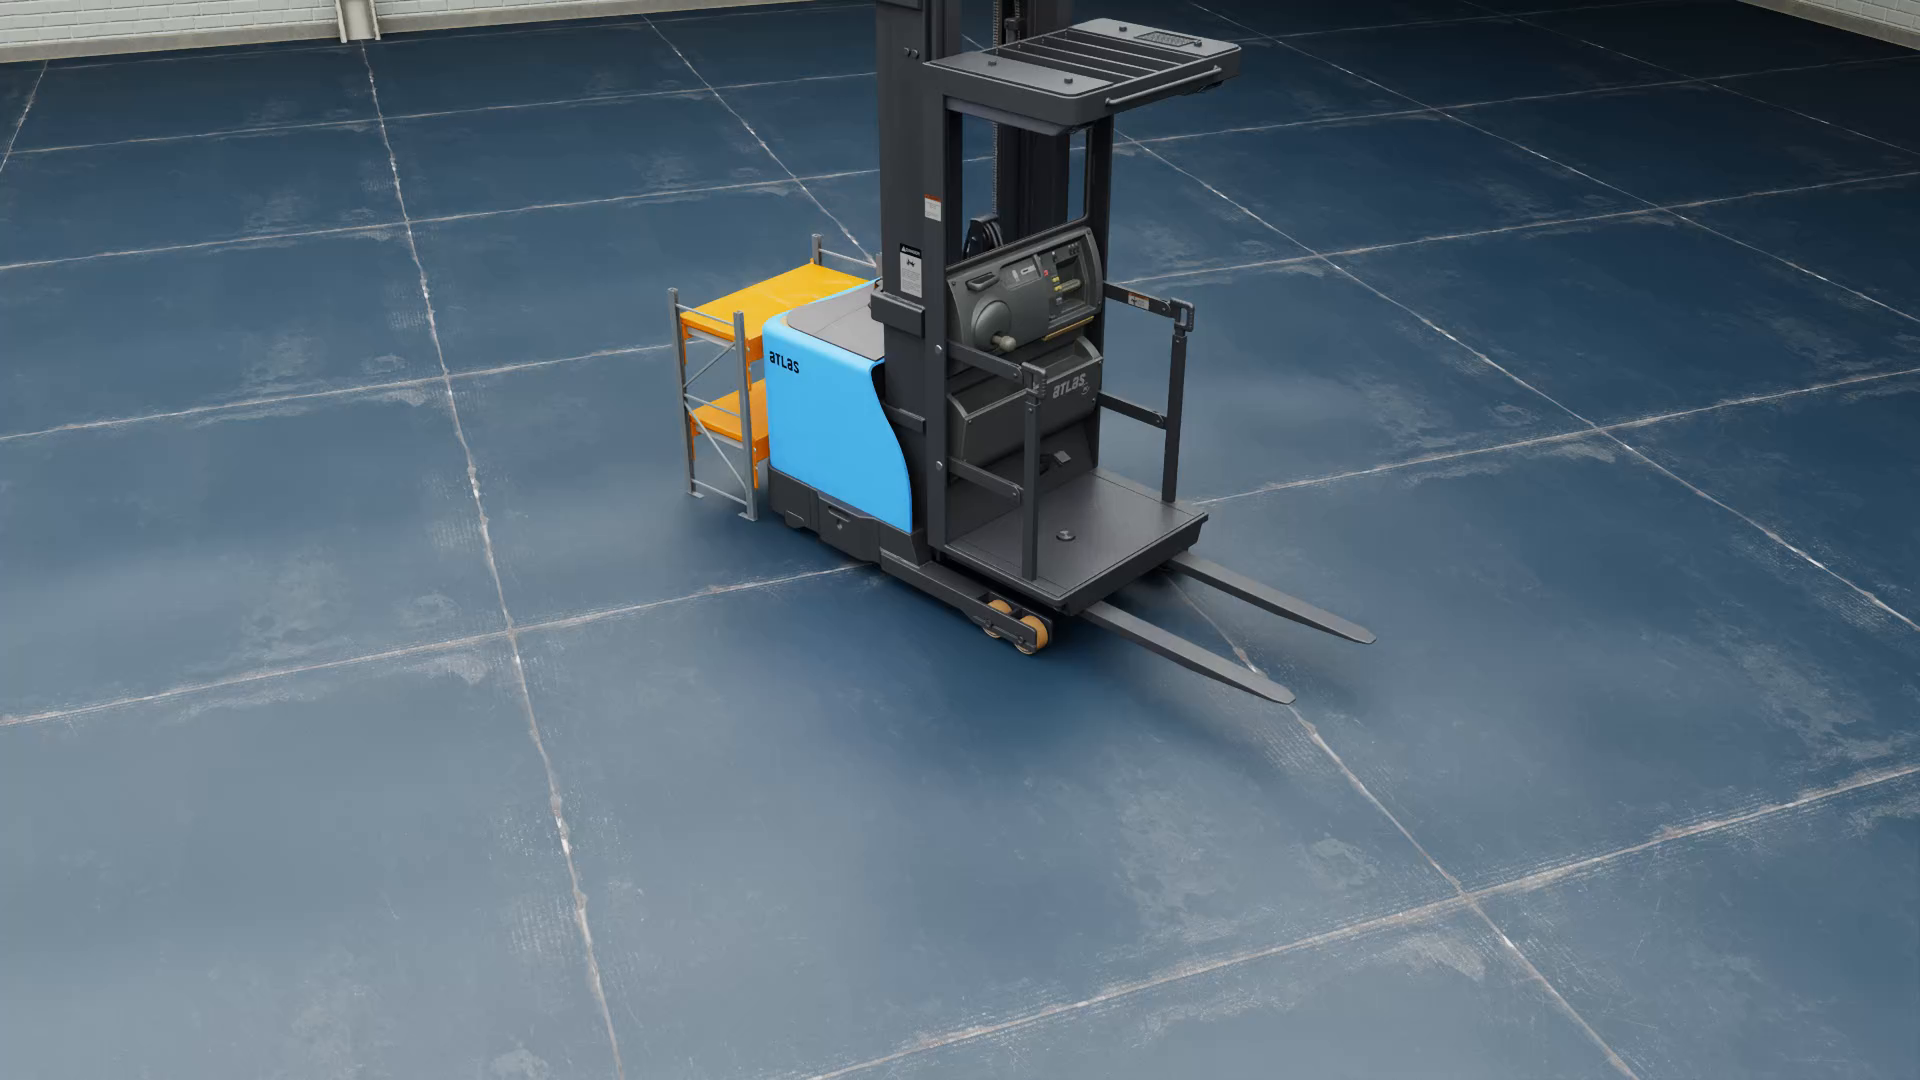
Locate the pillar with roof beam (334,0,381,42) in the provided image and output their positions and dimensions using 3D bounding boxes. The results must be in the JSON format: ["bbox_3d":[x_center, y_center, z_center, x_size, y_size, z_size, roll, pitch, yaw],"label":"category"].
[{"bbox_3d":[-4.829,-7.216,11.825,0.400,9.000,9.100,-10,31,-18],"label":"pillar with roof beam"}]

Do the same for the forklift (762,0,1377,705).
[{"bbox_3d":[0.450,-1.061,7.151,3.031,2.935,1.130,25,38,37],"label":"forklift"}]

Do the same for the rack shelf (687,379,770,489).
[{"bbox_3d":[-0.905,-0.647,8.743,0.538,0.278,1.000,22,36,33],"label":"rack shelf"}]

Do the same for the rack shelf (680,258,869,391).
[{"bbox_3d":[-0.905,-1.113,8.477,0.538,0.278,1.000,22,36,33],"label":"rack shelf"}]

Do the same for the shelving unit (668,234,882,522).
[{"bbox_3d":[-0.905,-0.859,8.622,0.538,1.125,1.048,22,36,33],"label":"shelving unit"}]

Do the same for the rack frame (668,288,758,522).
[{"bbox_3d":[-1.227,-0.664,8.280,0.500,1.125,0.032,22,36,33],"label":"rack frame"}]

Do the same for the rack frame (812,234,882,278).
[{"bbox_3d":[-0.584,-1.054,8.964,0.500,1.125,0.032,22,36,33],"label":"rack frame"}]
